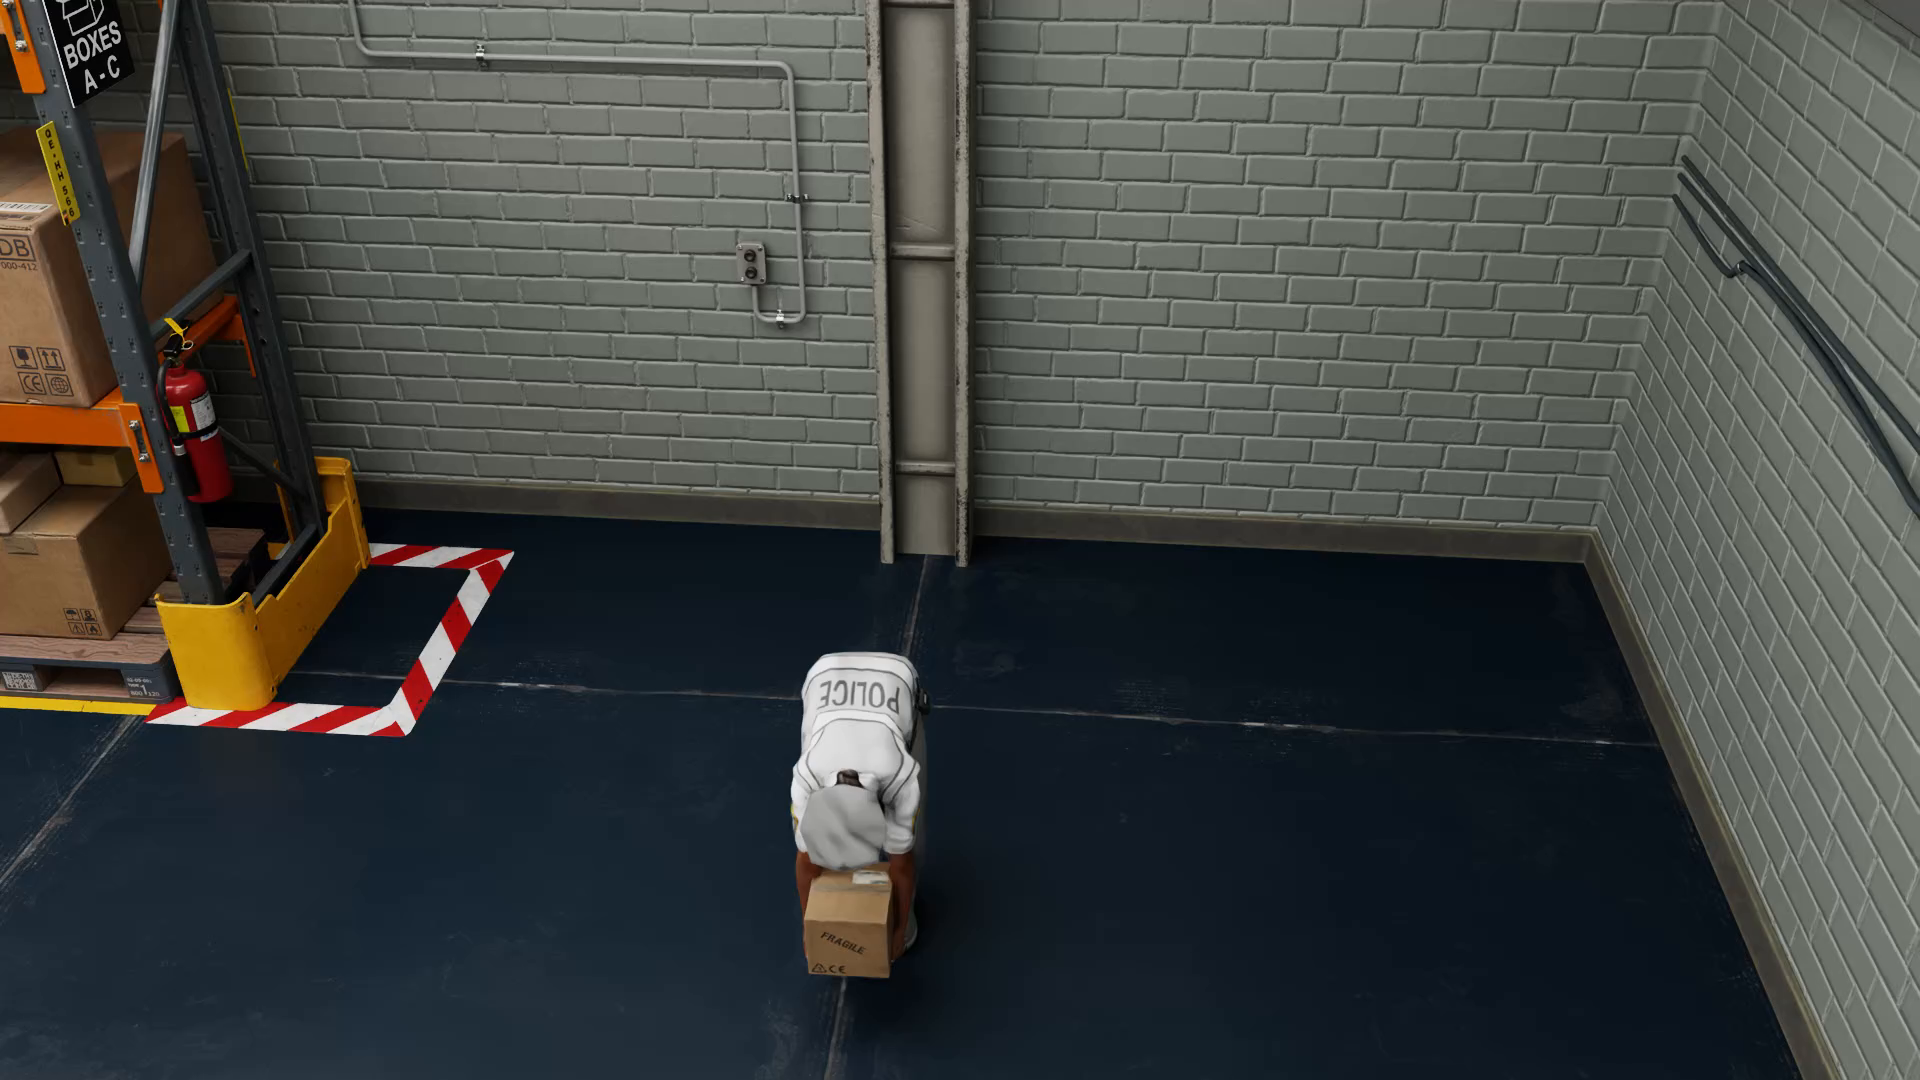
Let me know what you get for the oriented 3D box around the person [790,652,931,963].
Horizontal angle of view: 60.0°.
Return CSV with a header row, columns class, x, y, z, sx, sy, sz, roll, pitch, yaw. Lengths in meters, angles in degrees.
class,x,y,z,sx,sy,sz,roll,pitch,yaw
person,-0.320,0.941,5.228,0.426,1.041,0.940,1,32,2
